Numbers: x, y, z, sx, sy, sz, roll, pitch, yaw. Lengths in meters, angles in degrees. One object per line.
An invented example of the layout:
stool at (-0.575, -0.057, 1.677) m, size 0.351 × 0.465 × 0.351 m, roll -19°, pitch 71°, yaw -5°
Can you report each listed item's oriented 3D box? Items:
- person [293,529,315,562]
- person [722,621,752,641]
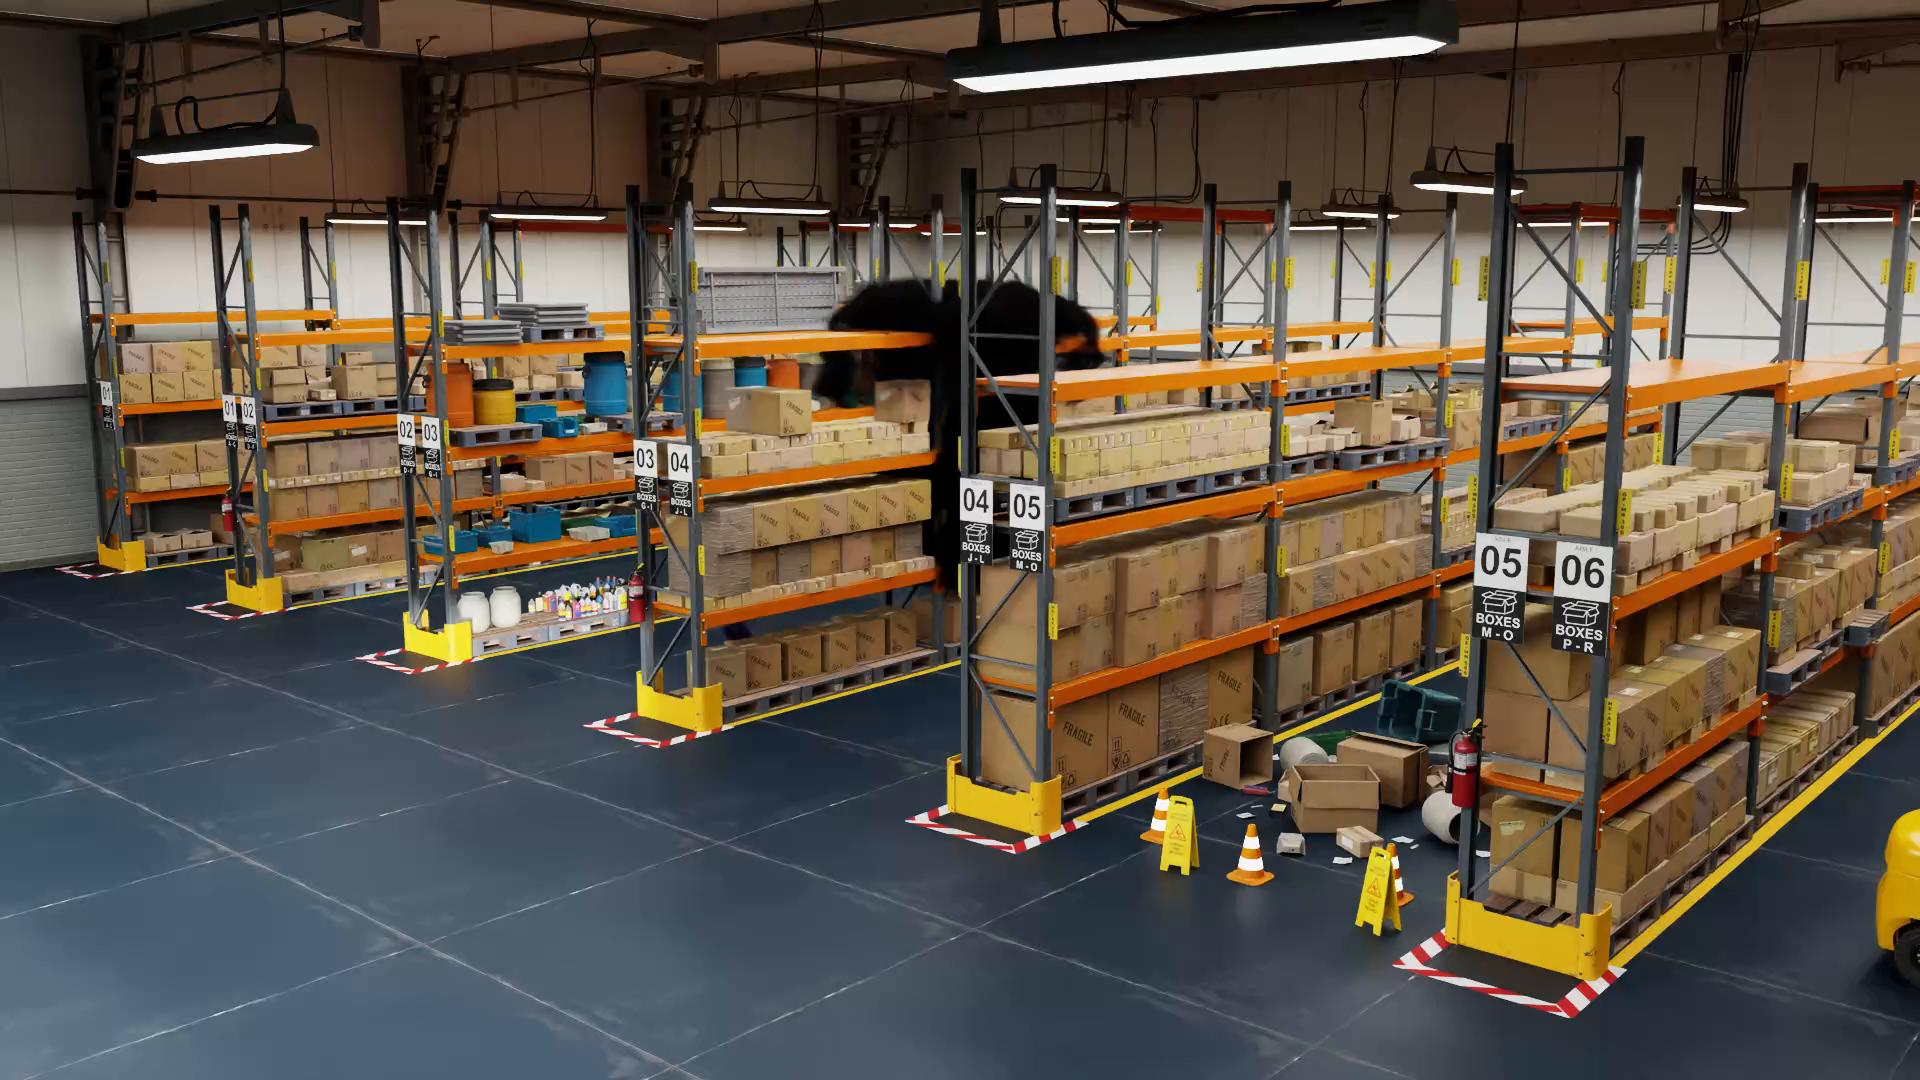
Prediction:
person at (-11.186, -0.320, 28.446) m, size 0.474 × 1.633 × 0.835 m, roll 1°, pitch 10°, yaw 8°
person at (-2.909, 0.797, 21.651) m, size 0.760 × 1.697 × 0.556 m, roll -9°, pitch 13°, yaw -42°
